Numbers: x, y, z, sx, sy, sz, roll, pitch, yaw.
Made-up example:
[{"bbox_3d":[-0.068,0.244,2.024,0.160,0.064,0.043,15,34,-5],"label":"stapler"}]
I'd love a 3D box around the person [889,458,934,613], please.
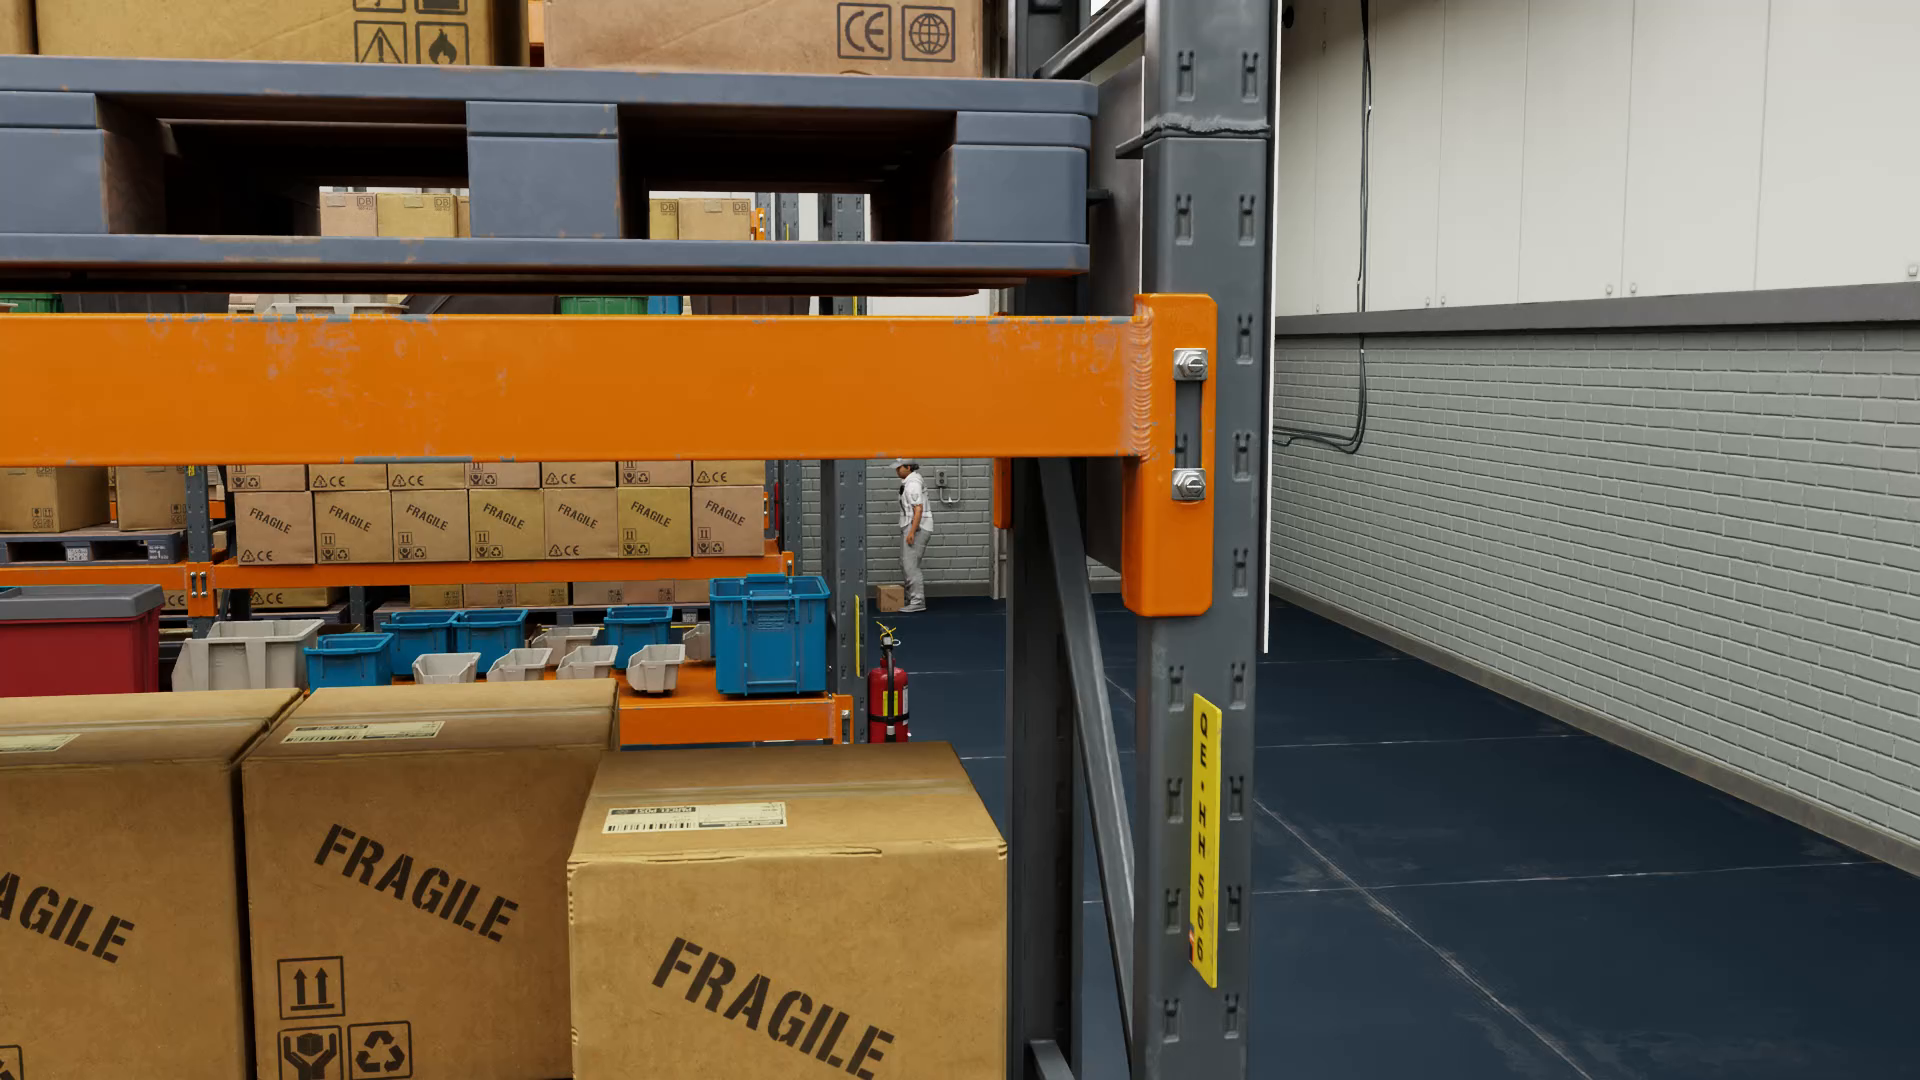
[{"bbox_3d":[-0.521,-0.087,17.565,0.466,1.667,0.539,-1,7,-8],"label":"person"}]
